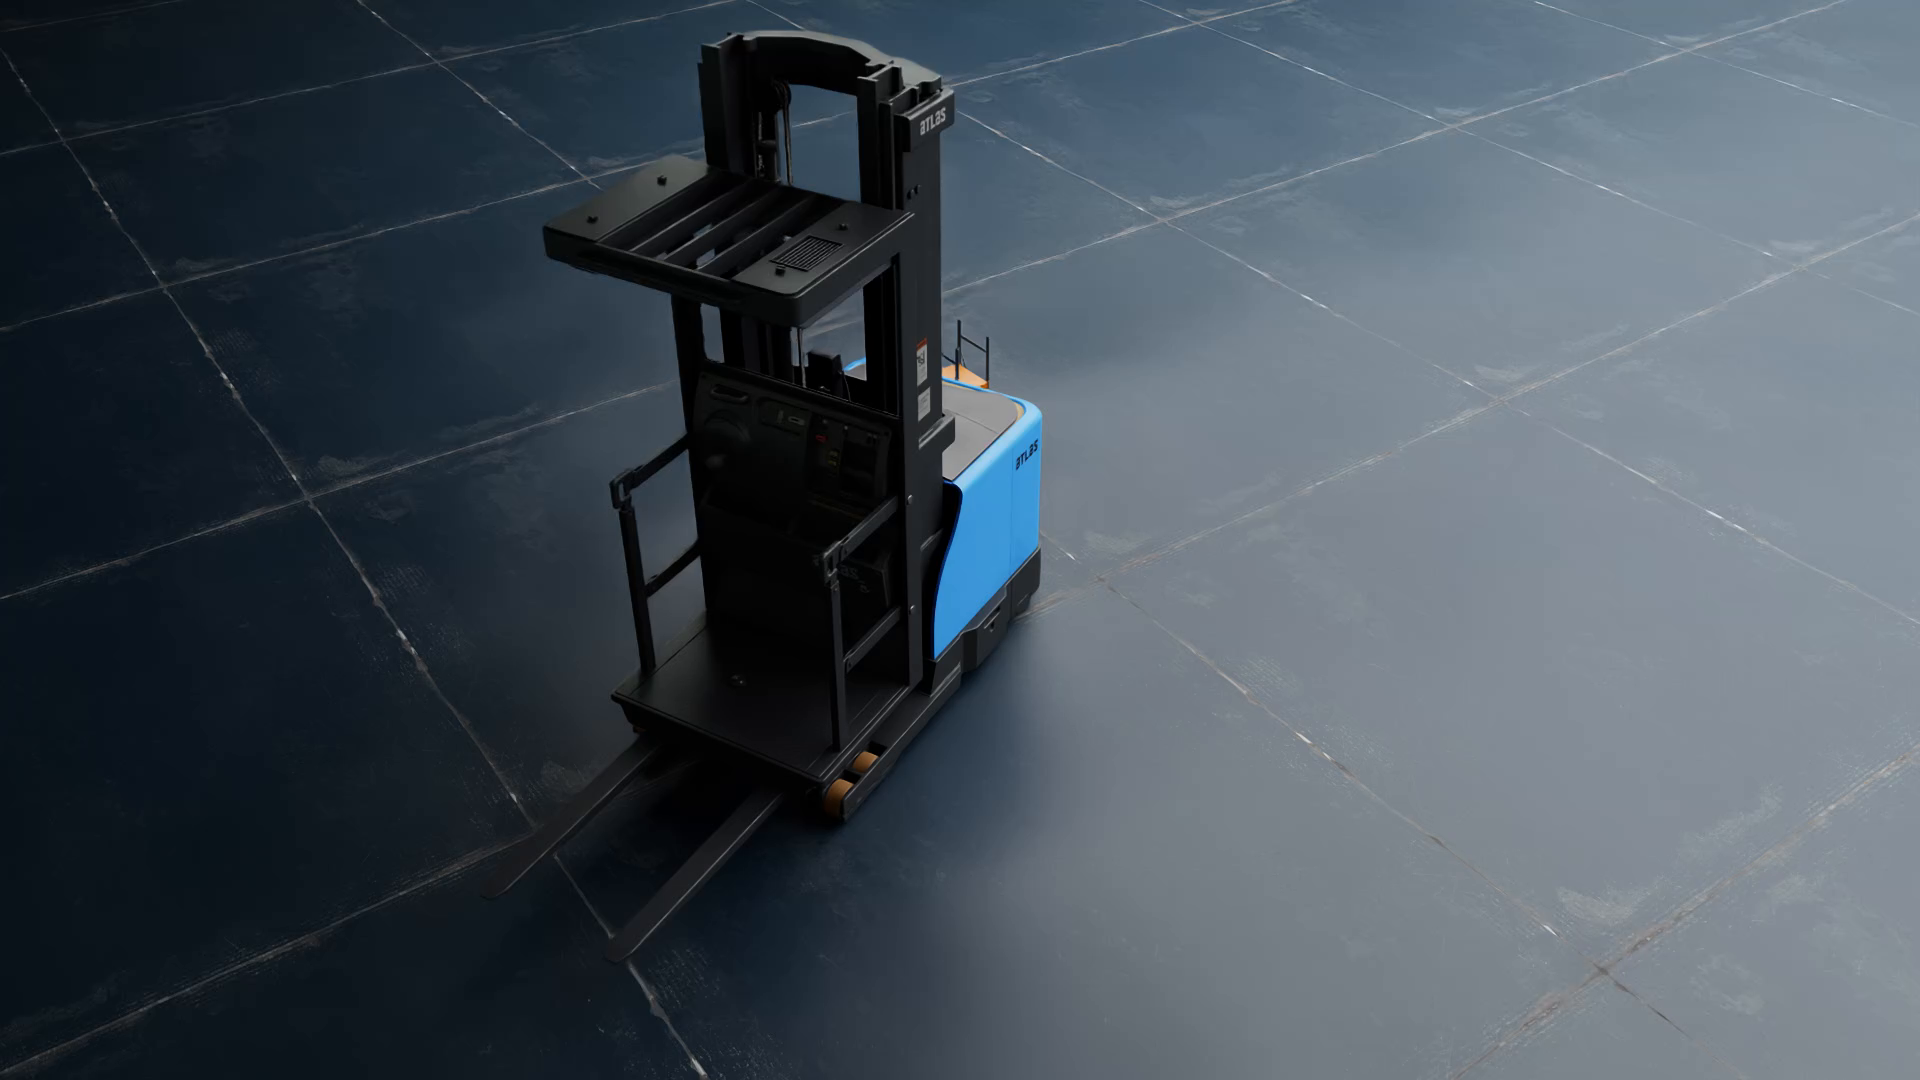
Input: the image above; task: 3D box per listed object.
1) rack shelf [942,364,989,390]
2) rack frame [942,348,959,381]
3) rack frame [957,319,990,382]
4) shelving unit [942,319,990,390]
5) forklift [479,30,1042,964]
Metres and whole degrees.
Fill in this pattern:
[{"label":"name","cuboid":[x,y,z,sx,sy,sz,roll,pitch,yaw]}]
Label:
[{"label":"rack shelf","cuboid":[-0.008,-0.742,8.027,0.180,0.103,0.258,-25,42,-30]},{"label":"rack frame","cuboid":[-0.080,-0.453,8.165,0.006,1.200,0.240,-25,42,-30]},{"label":"rack frame","cuboid":[0.064,-0.519,8.257,0.006,1.200,0.240,-25,42,-30]},{"label":"shelving unit","cuboid":[-0.008,-0.486,8.211,0.189,1.200,0.258,-25,42,-30]},{"label":"forklift","cuboid":[-0.782,-0.332,6.515,1.130,2.935,3.031,19,40,24]}]
